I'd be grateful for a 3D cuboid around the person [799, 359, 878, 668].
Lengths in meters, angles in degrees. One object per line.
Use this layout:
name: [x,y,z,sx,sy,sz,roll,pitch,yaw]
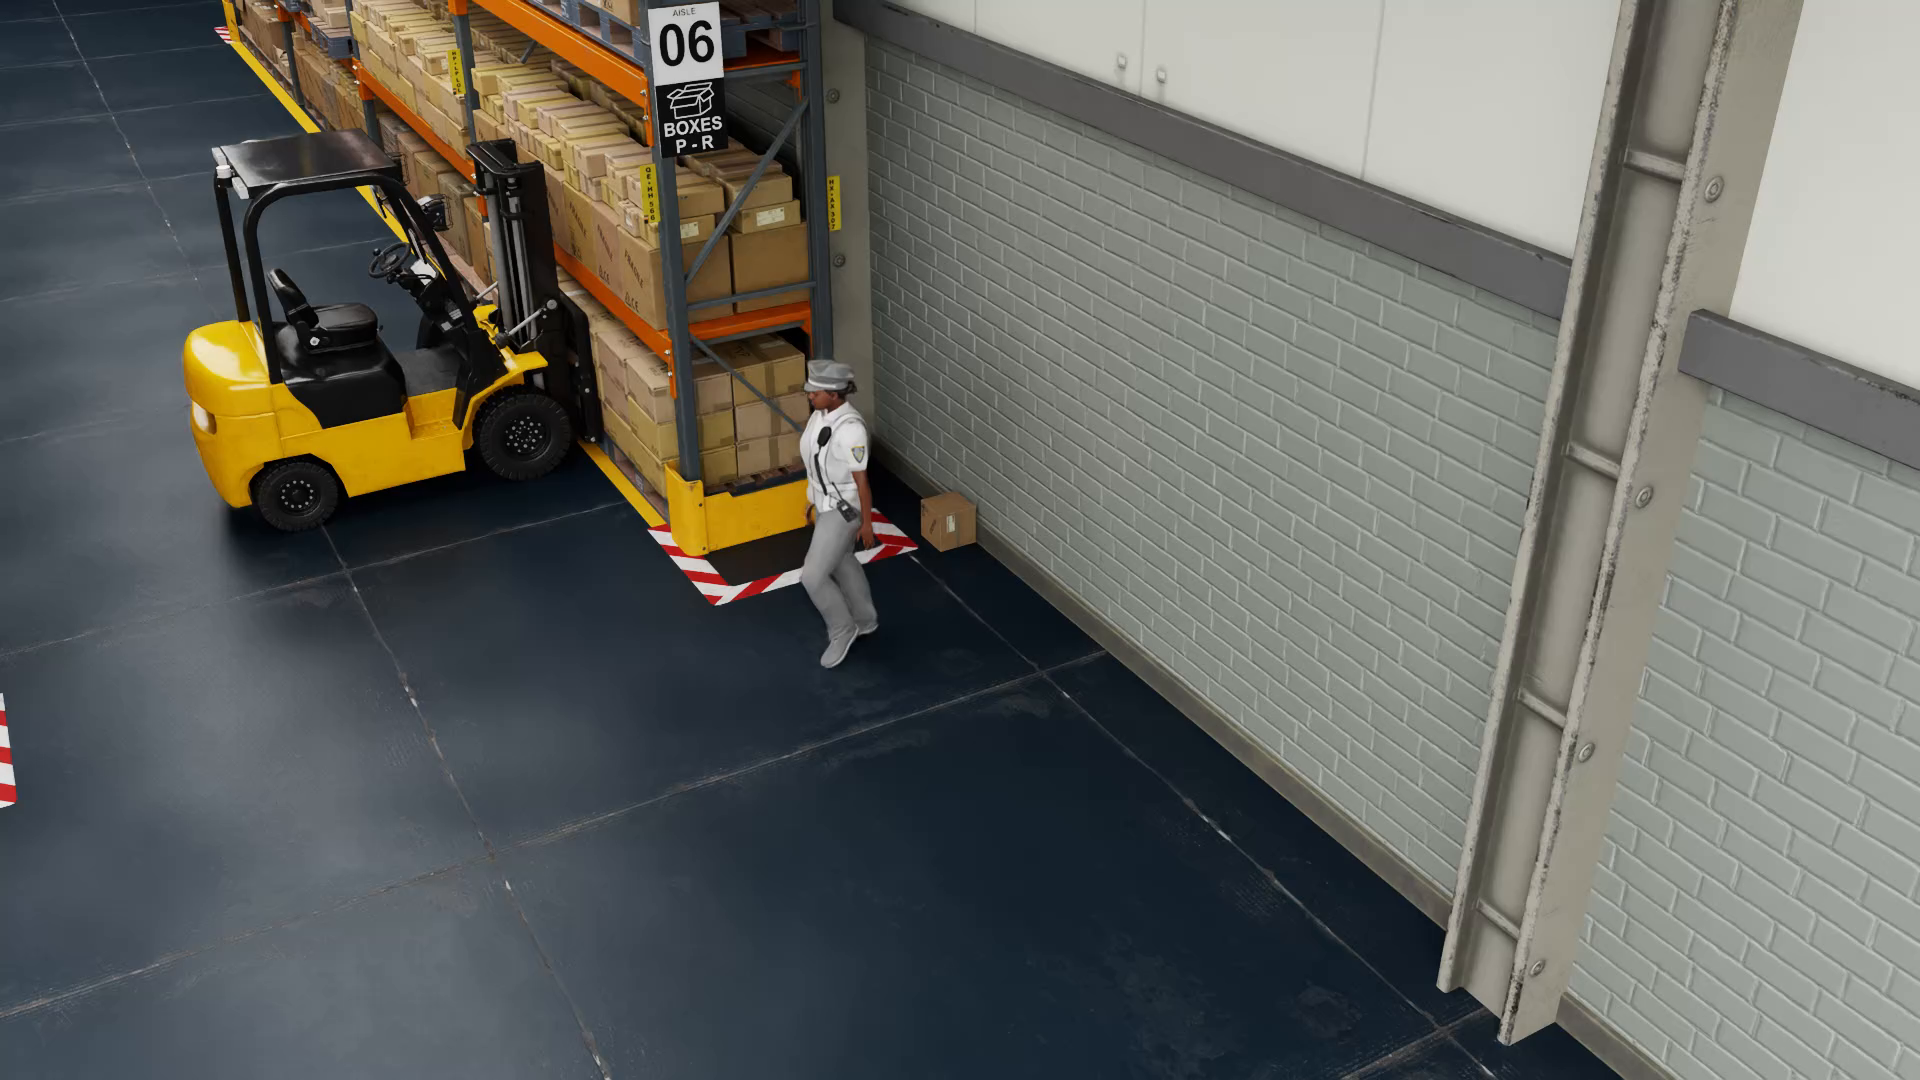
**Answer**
person: [-0.670,-0.141,8.797,0.489,1.708,0.481,-12,31,-21]
